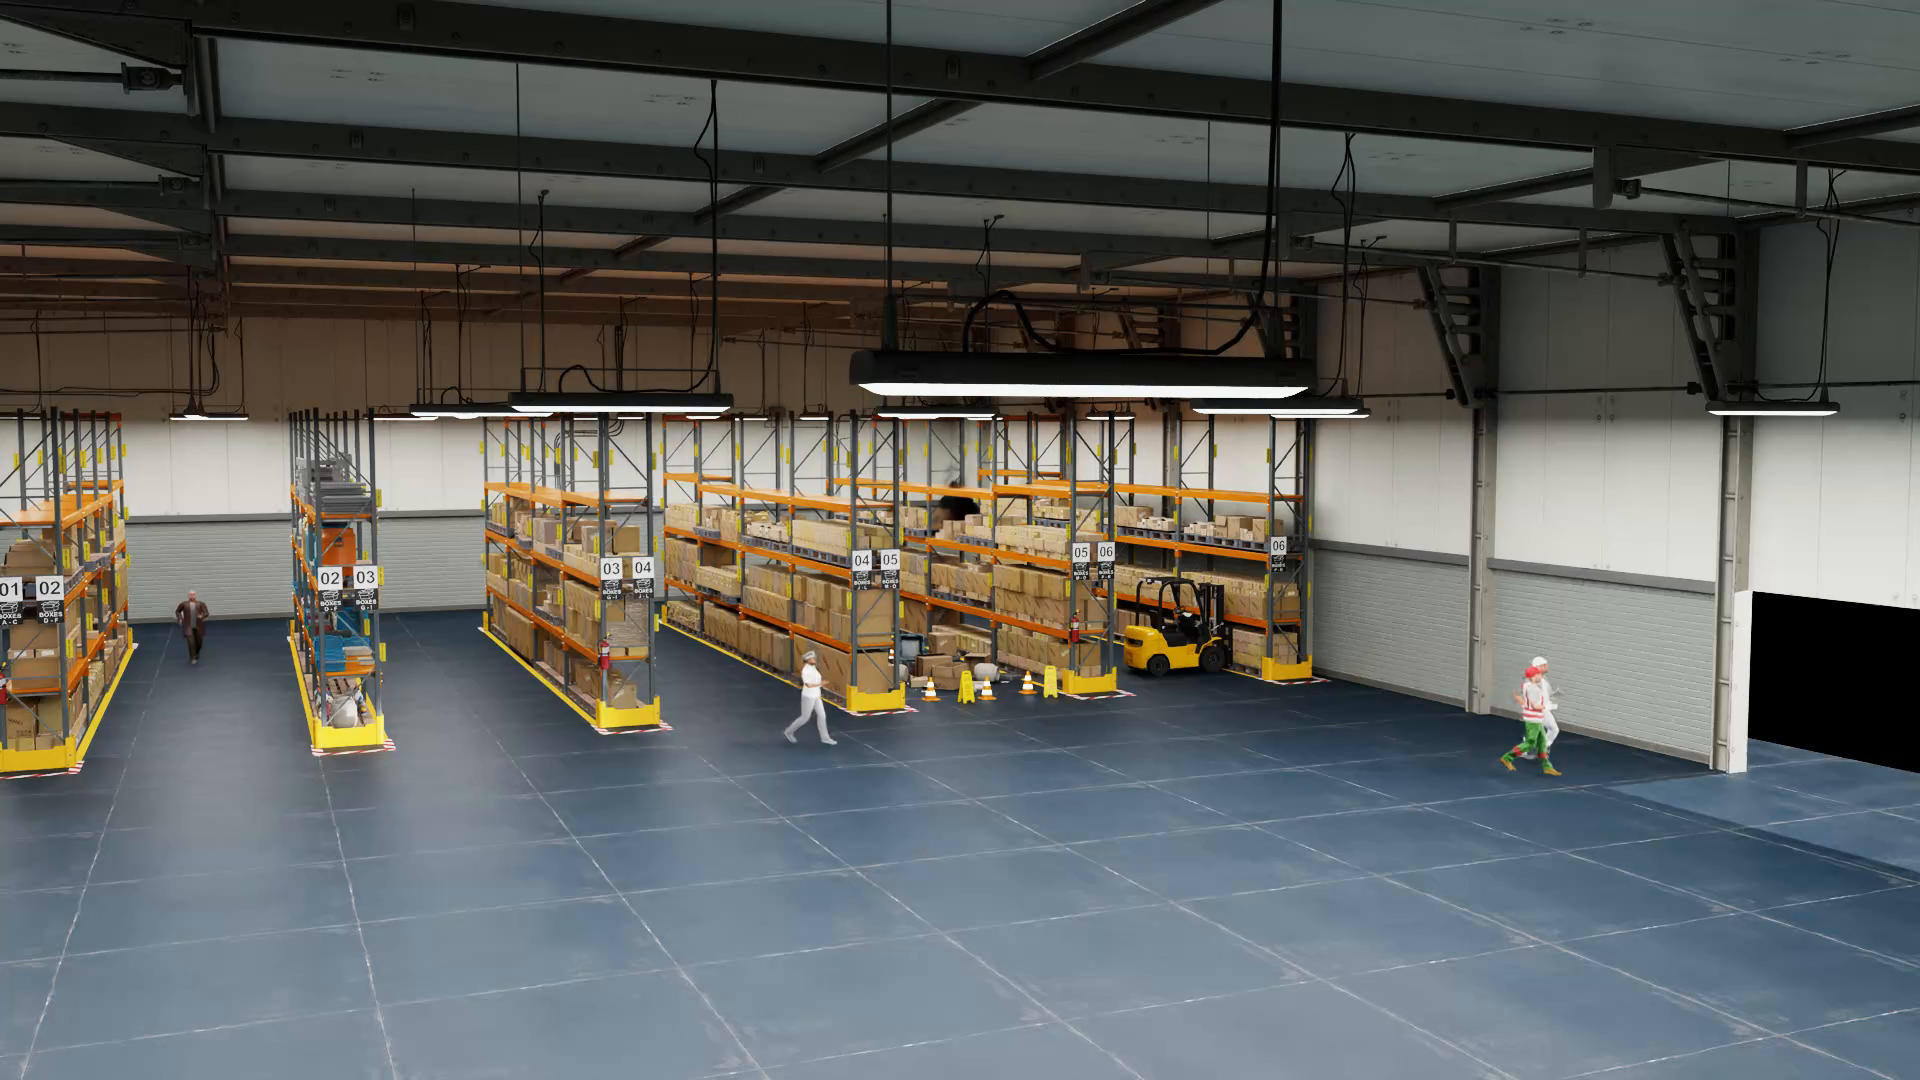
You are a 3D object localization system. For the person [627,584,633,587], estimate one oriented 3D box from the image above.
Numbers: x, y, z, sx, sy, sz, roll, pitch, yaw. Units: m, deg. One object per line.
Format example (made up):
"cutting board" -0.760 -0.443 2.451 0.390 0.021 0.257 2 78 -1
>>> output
"person" -8.973 1.668 45.595 0.733 1.748 0.905 -2 4 -22

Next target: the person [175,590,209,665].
"person" -18.250 2.072 39.558 0.719 1.751 0.970 -2 5 -30

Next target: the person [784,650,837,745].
"person" -2.652 2.785 29.497 0.945 1.682 0.575 1 4 14

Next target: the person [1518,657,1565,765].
"person" 9.753 2.875 27.918 0.747 1.828 0.642 2 4 24

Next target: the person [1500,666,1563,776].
"person" 9.245 2.925 26.860 0.987 1.786 0.656 1 4 13
